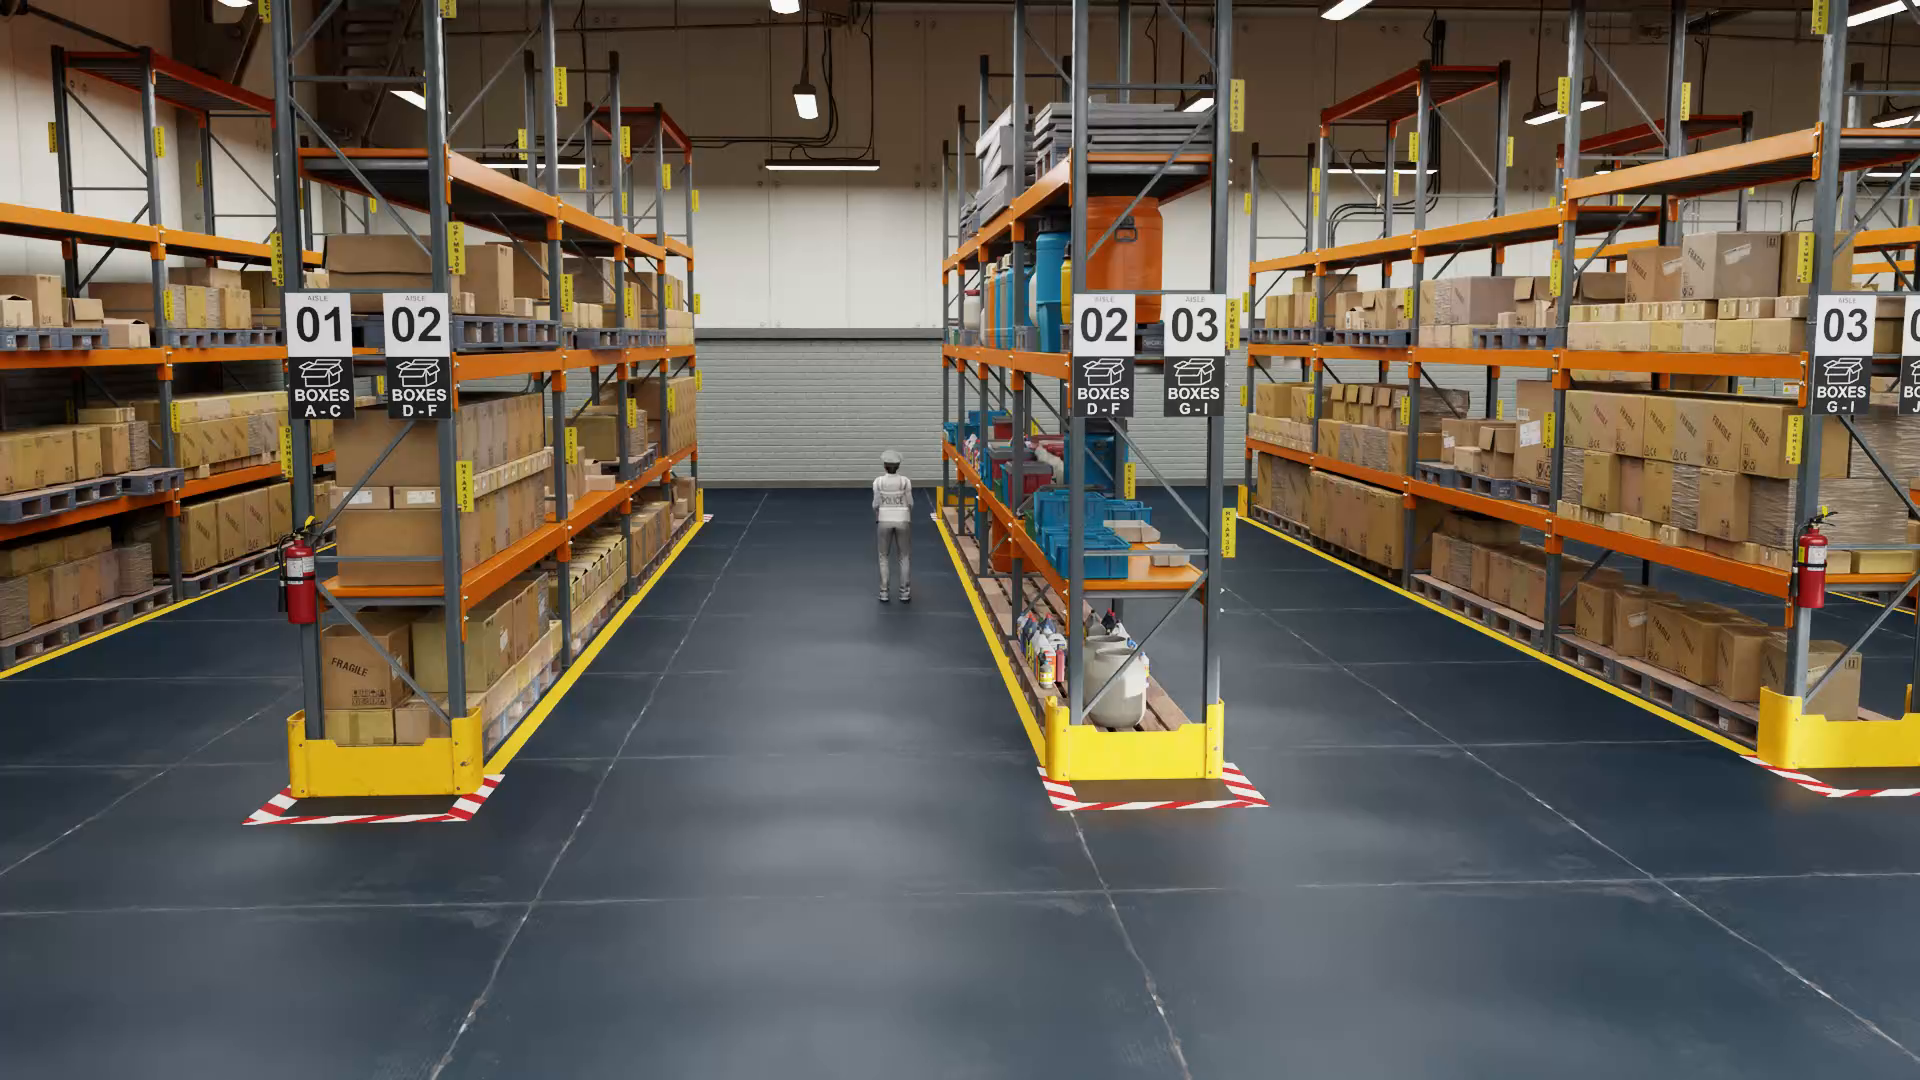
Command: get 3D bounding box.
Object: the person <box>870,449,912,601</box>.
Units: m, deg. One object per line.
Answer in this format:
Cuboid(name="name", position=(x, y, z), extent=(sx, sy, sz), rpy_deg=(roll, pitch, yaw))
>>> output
Cuboid(name="person", position=(-0.768, -0.175, 18.562), extent=(0.467, 1.695, 0.554), rpy_deg=(-1, 7, -8))
